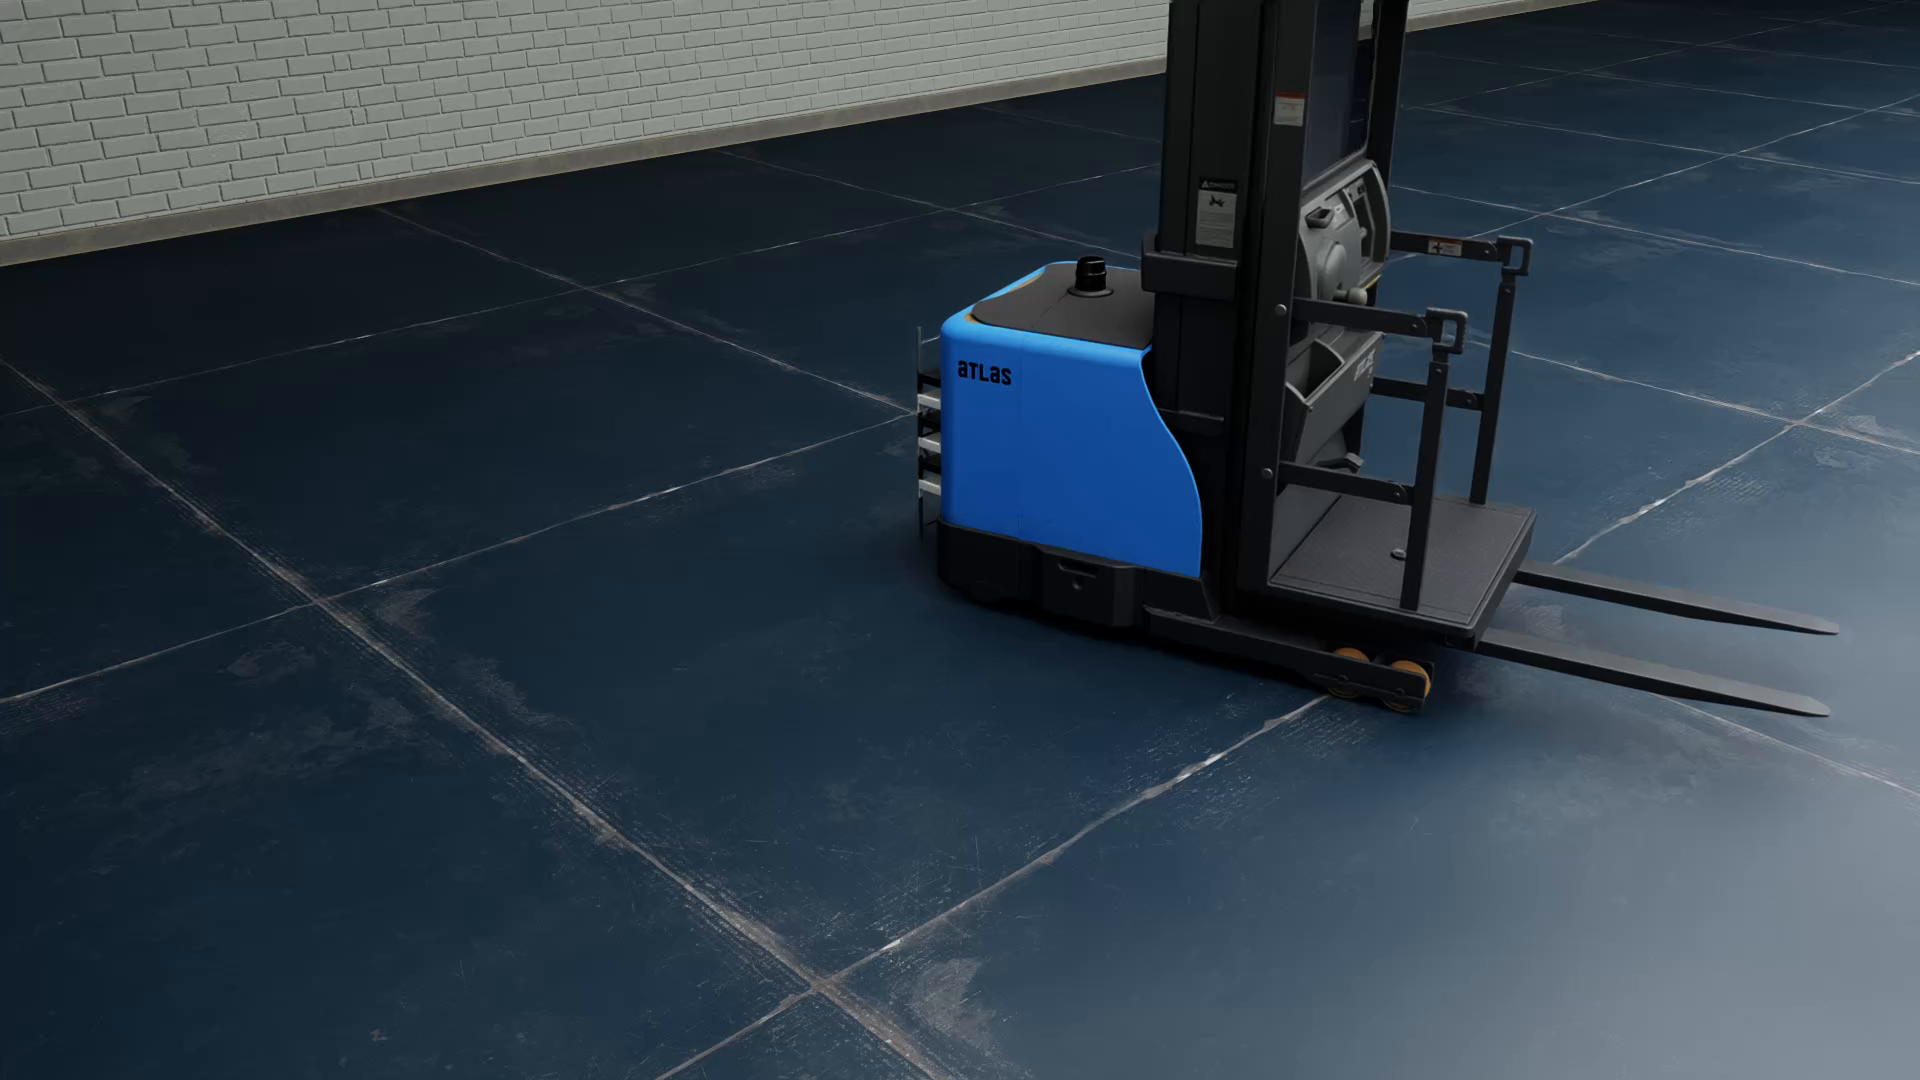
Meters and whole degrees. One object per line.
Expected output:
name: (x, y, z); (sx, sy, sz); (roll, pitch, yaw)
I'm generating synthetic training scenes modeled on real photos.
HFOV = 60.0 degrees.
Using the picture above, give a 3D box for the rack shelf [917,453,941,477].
rack shelf: (-0.009, -0.297, 6.613); (0.200, 0.077, 0.258); (20, 31, 37)

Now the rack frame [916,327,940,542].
rack frame: (-0.084, -0.437, 6.624); (0.006, 0.900, 0.240); (20, 31, 37)

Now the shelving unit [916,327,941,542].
shelving unit: (-0.009, -0.409, 6.562); (0.210, 0.900, 0.258); (20, 31, 37)

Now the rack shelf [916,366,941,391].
rack shelf: (-0.009, -0.624, 6.464); (0.200, 0.077, 0.258); (20, 31, 37)

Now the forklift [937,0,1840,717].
forklift: (1.459, -1.016, 5.446); (3.031, 2.935, 1.130); (13, 27, 26)

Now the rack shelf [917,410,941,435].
rack shelf: (-0.009, -0.460, 6.538); (0.200, 0.077, 0.258); (20, 31, 37)

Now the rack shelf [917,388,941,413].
rack shelf: (-0.009, -0.542, 6.501); (0.200, 0.077, 0.258); (20, 31, 37)

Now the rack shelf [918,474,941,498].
rack shelf: (-0.009, -0.215, 6.650); (0.200, 0.077, 0.258); (20, 31, 37)

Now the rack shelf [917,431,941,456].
rack shelf: (-0.009, -0.378, 6.576); (0.200, 0.077, 0.258); (20, 31, 37)
